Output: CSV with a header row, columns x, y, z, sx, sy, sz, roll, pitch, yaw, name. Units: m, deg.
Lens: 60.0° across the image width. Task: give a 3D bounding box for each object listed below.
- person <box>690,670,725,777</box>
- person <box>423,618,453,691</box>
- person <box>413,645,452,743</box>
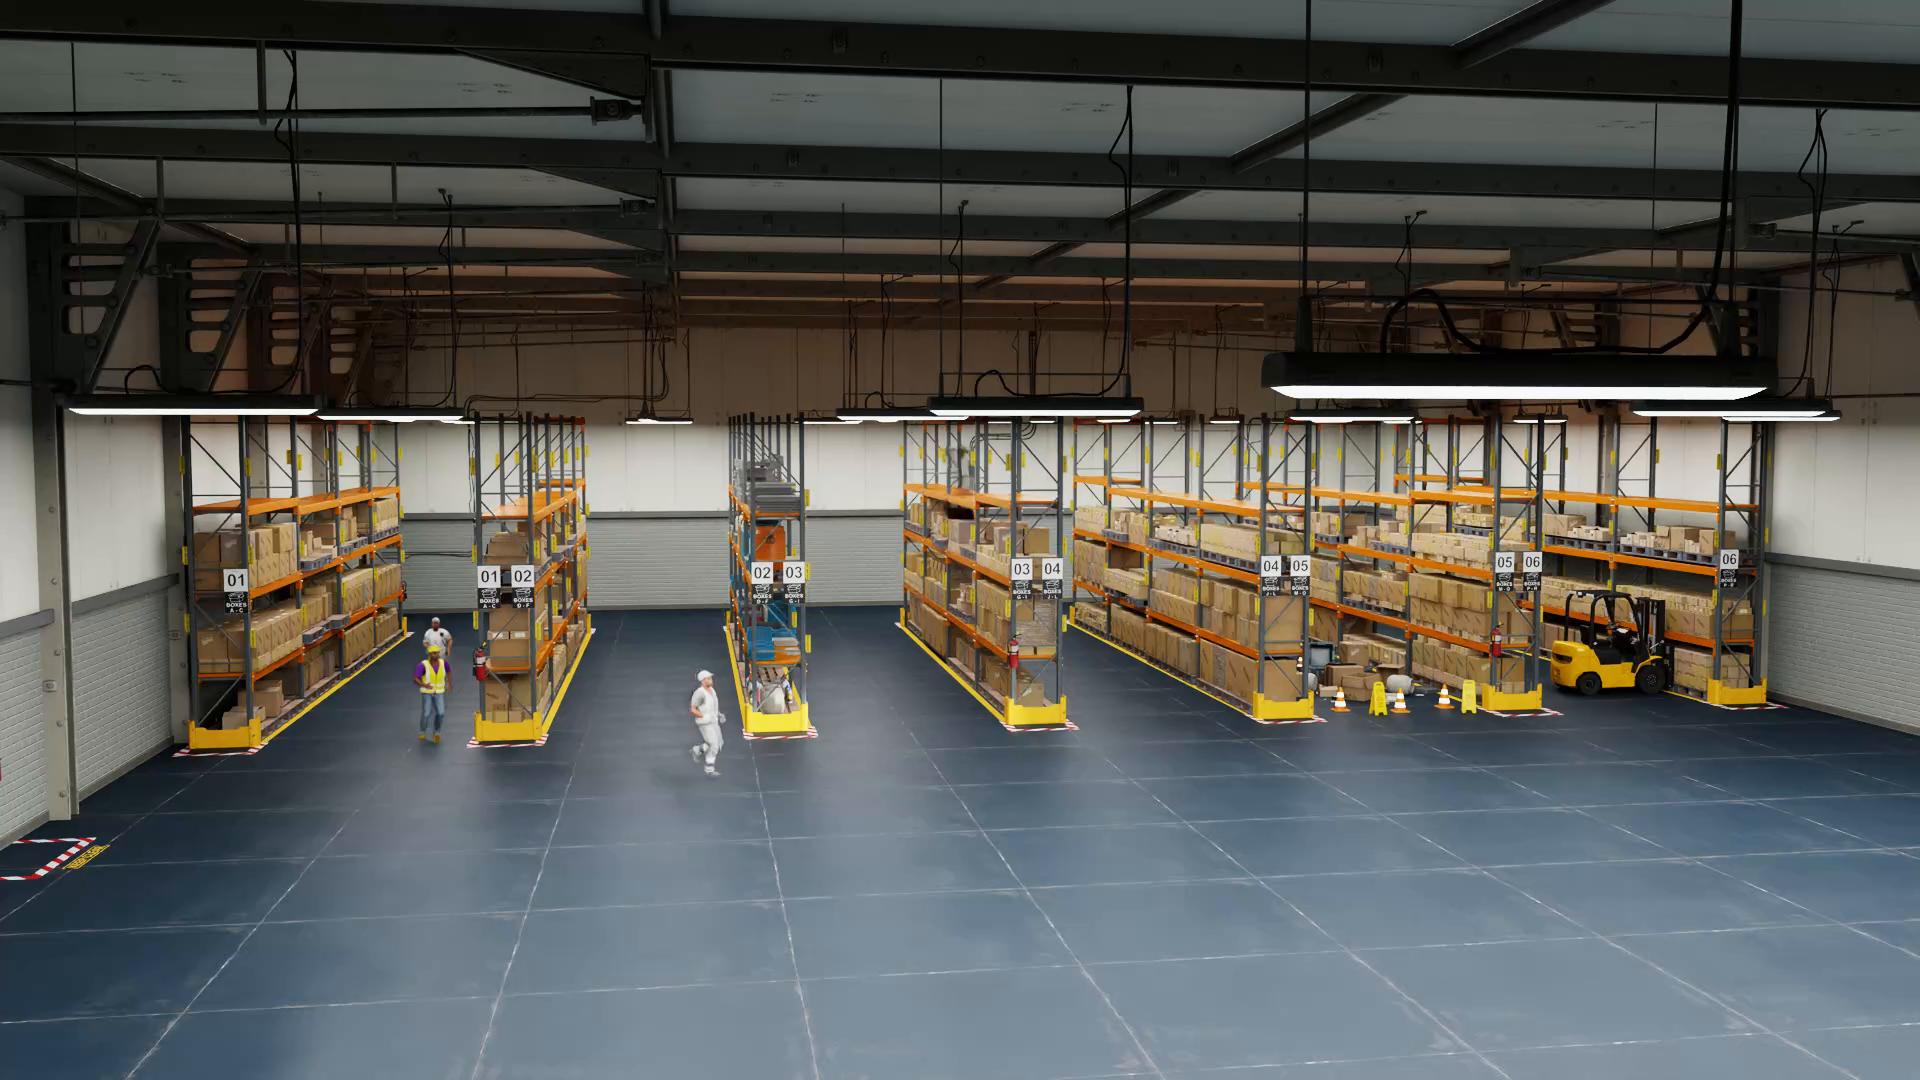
x,y,z,sx,sy,sz,roll,pitch,yaw,name
-4.198,3.005,27.261,0.608,1.745,0.656,1,4,20,person
-11.212,2.487,35.649,0.592,1.618,0.577,-1,4,-8,person
-9.548,2.816,30.198,0.749,1.827,0.651,-3,5,-34,person
